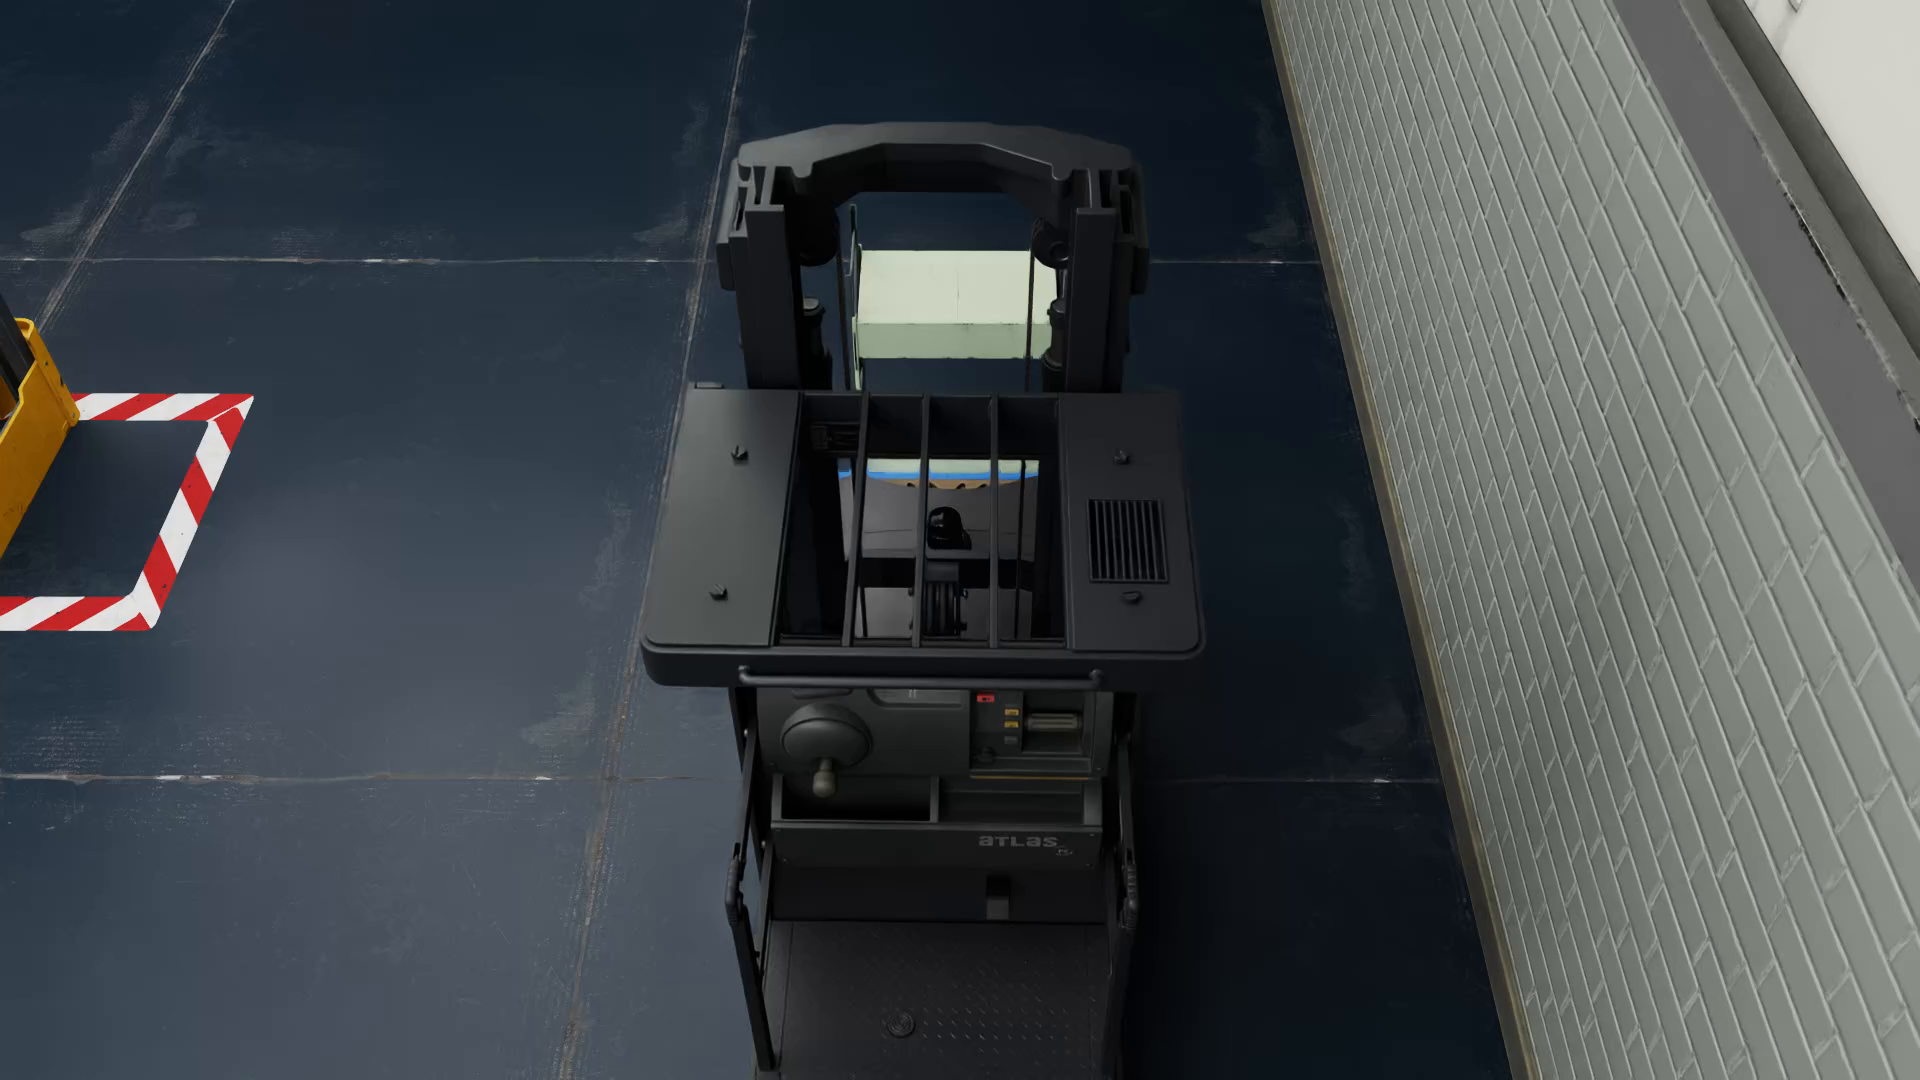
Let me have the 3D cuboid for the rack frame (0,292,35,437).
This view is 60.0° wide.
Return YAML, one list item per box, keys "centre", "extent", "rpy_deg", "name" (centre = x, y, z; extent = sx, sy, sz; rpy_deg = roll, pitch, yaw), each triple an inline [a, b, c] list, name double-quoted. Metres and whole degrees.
- centre: [-3.934, -1.175, 5.795]
  extent: [0.127, 3.000, 1.000]
  rpy_deg: [0, 47, 0]
  name: "rack frame"

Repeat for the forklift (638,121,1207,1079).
- centre: [-0.066, 0.579, 4.208]
  extent: [1.130, 2.935, 3.031]
  rpy_deg: [1, 47, 1]
  name: "forklift"

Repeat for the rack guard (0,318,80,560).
- centre: [-4.010, -0.324, 6.710]
  extent: [0.348, 0.500, 1.175]
  rpy_deg: [0, 47, 0]
  name: "rack guard"

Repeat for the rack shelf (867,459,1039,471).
- centre: [-0.007, -0.289, 6.440]
  extent: [0.720, 0.370, 0.431]
  rpy_deg: [0, 47, 0]
  name: "rack shelf"

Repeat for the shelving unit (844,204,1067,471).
- centre: [-0.007, -0.511, 6.201]
  extent: [0.755, 1.500, 0.431]
  rpy_deg: [0, 47, 0]
  name: "shelving unit"

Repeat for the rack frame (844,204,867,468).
- centre: [-0.373, -0.512, 6.202]
  extent: [0.023, 1.500, 0.400]
  rpy_deg: [0, 47, 0]
  name: "rack frame"

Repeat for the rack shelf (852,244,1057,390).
- centre: [-0.007, -0.777, 5.915]
  extent: [0.720, 0.370, 0.431]
  rpy_deg: [0, 47, 0]
  name: "rack shelf"

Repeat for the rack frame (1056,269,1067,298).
- centre: [0.359, -0.510, 6.200]
  extent: [0.023, 1.500, 0.400]
  rpy_deg: [0, 47, 0]
  name: "rack frame"
